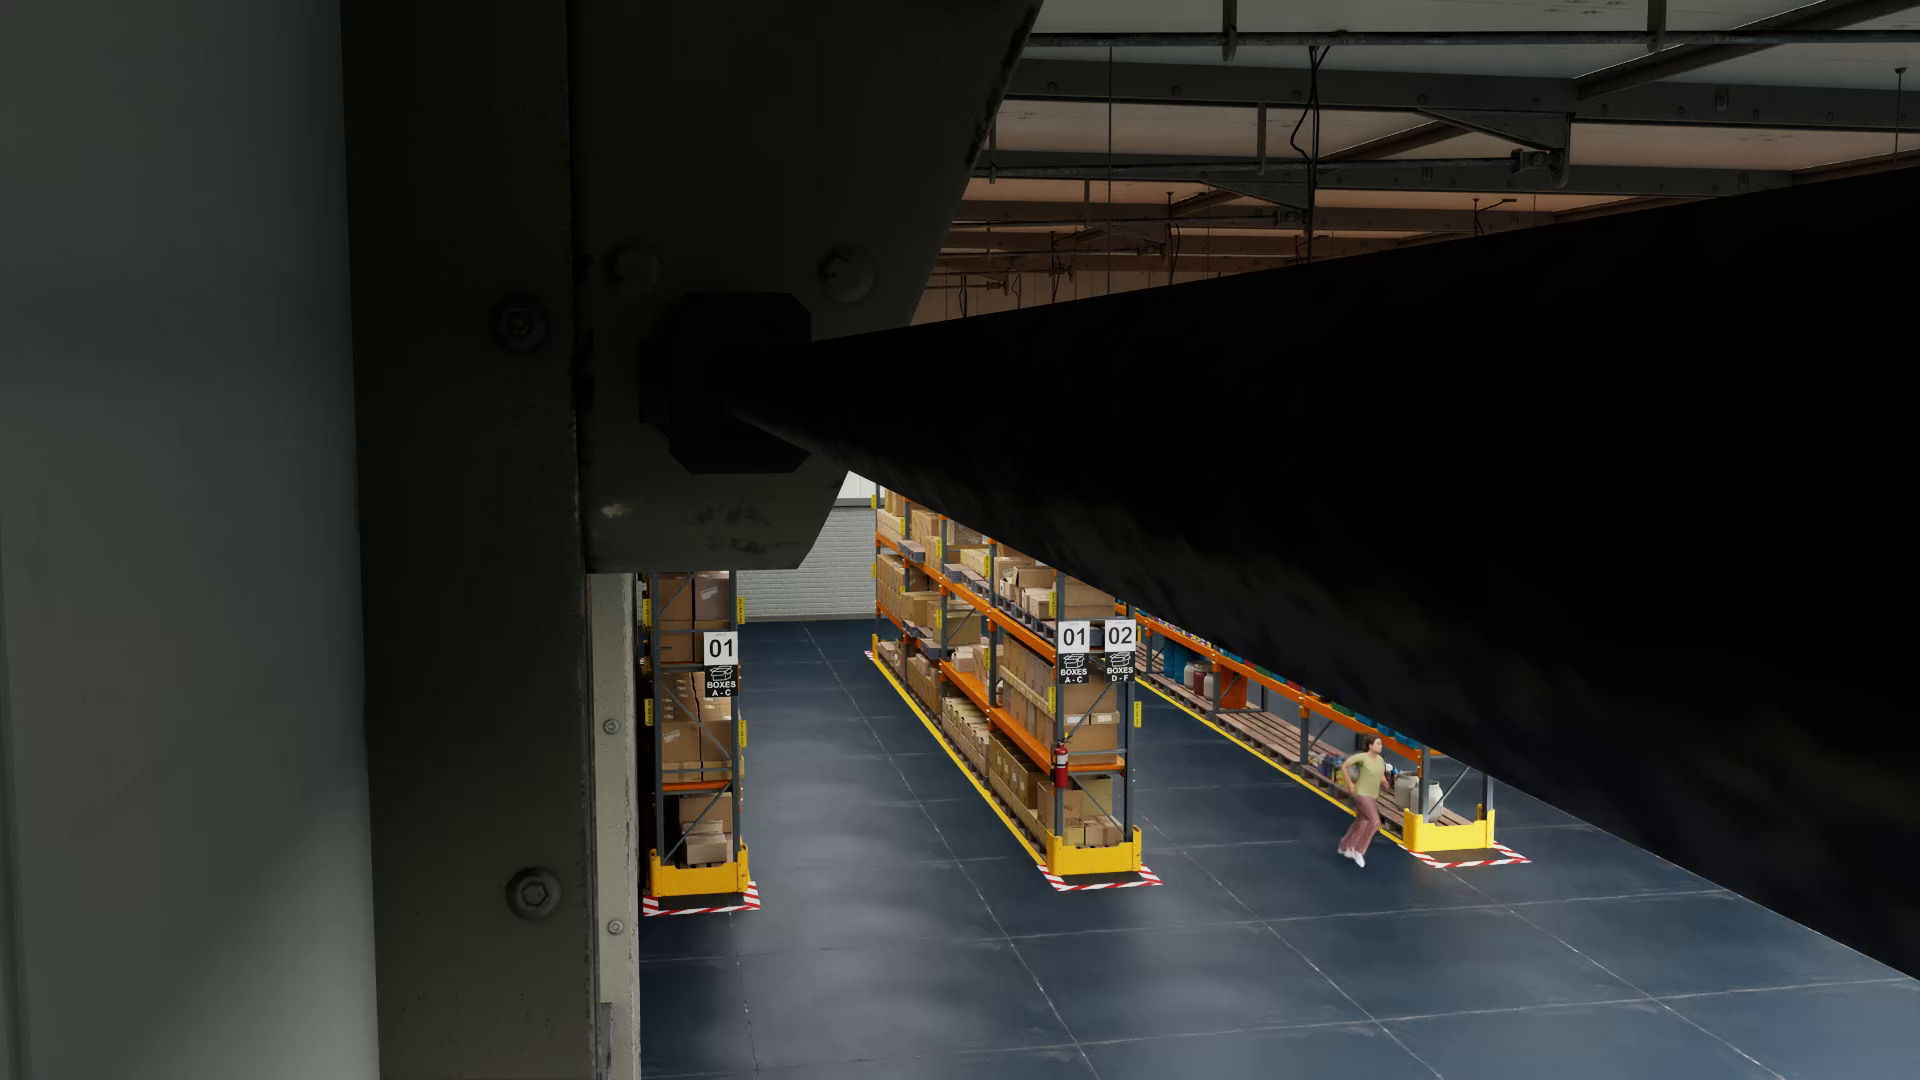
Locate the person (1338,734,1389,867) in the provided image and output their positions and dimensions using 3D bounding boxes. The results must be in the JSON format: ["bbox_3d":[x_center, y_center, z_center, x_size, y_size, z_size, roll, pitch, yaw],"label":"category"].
[{"bbox_3d":[5.226,3.321,21.426,0.618,1.652,0.659,-4,7,-37],"label":"person"}]
